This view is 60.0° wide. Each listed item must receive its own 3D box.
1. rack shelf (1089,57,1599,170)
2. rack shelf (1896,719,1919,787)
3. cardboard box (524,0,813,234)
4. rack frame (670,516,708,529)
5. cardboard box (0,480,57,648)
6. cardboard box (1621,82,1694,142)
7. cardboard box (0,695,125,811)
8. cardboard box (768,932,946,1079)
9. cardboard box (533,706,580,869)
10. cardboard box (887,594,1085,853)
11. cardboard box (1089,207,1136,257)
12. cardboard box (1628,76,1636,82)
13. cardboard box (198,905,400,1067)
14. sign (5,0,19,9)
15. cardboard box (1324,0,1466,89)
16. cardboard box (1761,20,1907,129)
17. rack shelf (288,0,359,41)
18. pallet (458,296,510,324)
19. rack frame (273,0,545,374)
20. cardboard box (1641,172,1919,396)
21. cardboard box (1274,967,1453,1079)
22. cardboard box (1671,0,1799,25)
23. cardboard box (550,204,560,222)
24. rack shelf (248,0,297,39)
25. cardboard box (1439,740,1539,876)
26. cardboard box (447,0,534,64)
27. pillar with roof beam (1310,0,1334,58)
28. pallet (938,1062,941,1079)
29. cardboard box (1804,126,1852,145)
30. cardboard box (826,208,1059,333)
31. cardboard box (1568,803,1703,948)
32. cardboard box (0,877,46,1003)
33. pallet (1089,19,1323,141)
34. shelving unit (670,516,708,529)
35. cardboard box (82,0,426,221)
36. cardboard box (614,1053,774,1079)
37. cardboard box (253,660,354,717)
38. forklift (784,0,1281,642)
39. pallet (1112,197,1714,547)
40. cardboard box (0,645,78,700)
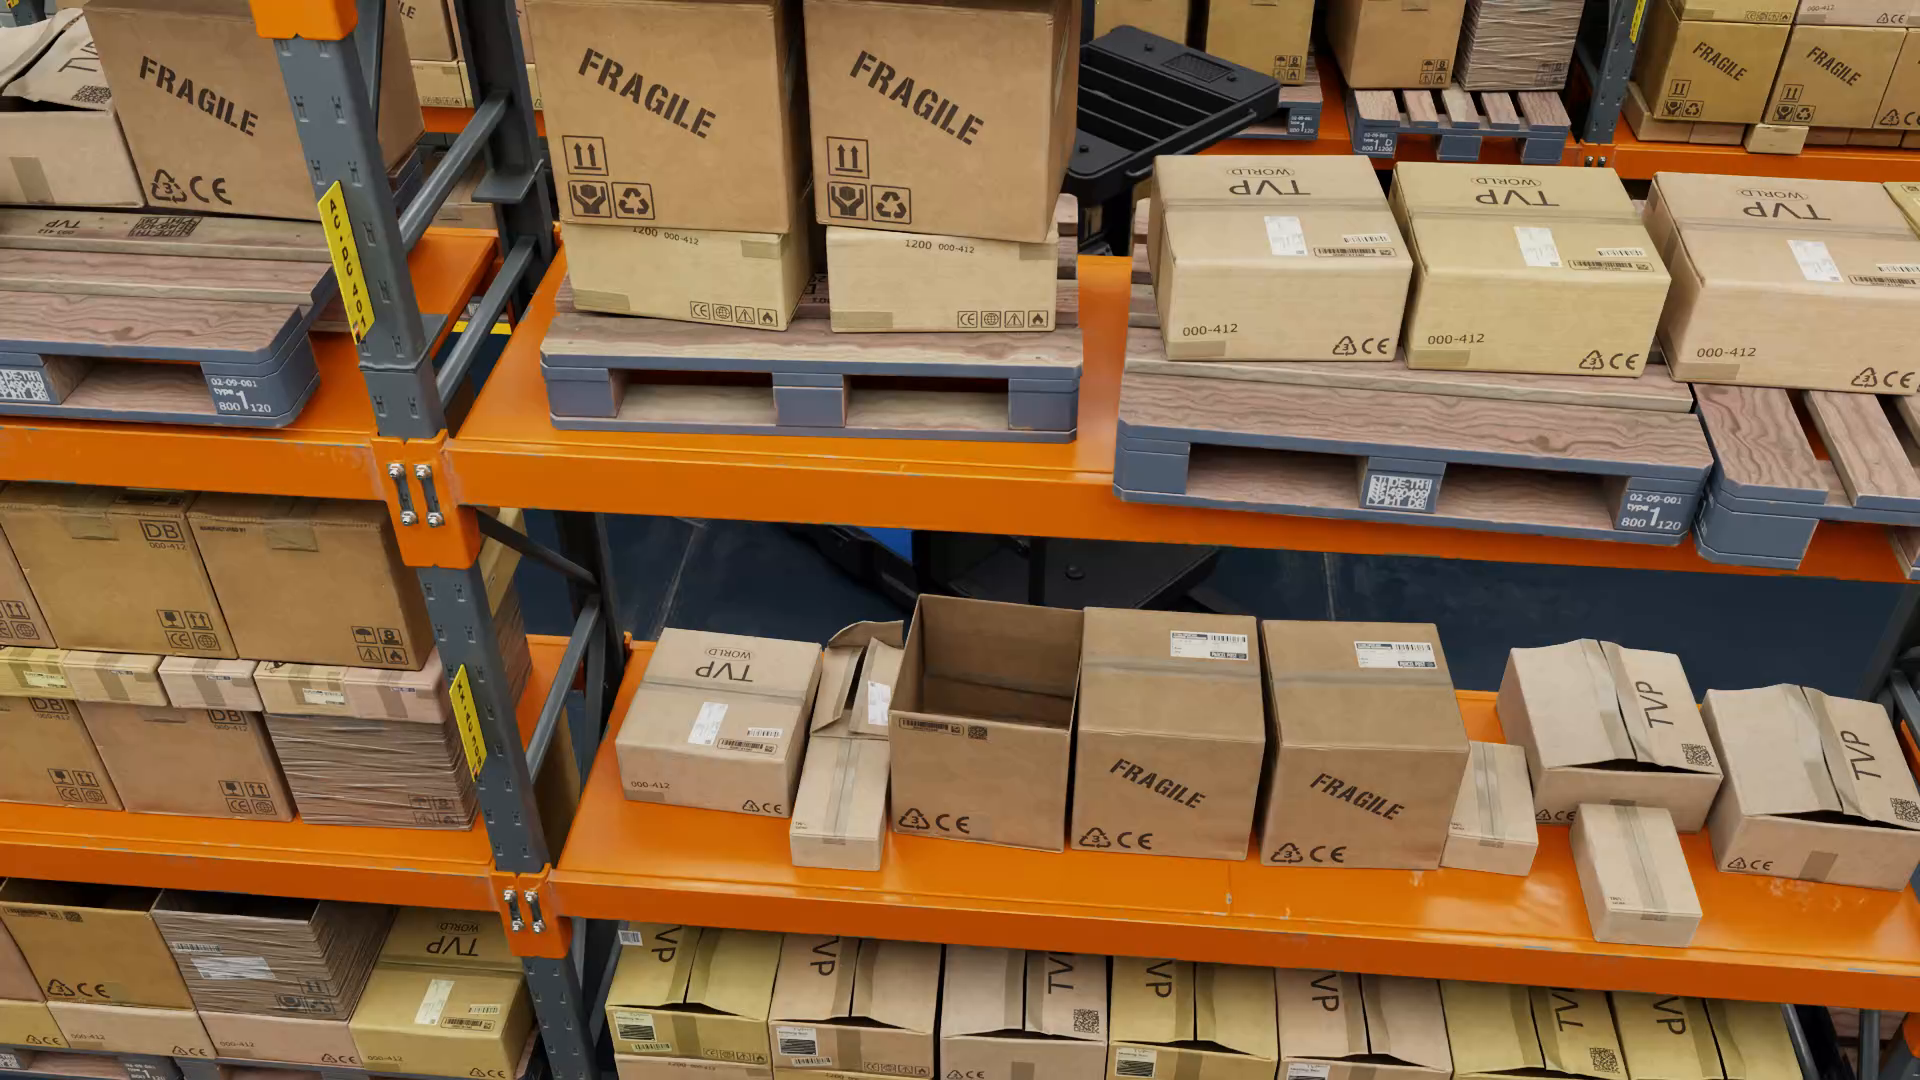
[{"bbox_3d":[1.215,-2.243,8.870,4.000,0.370,1.077,3,39,4],"label":"rack shelf"},{"bbox_3d":[4.777,1.090,4.775,4.000,0.370,1.077,3,39,4],"label":"rack shelf"},{"bbox_3d":[-0.590,-1.016,3.609,0.500,0.500,0.500,4,39,4],"label":"cardboard box"},{"bbox_3d":[-1.702,-0.312,8.295,1.200,0.006,0.240,20,43,23],"label":"rack frame"},{"bbox_3d":[-2.646,-0.132,4.600,0.500,0.500,0.700,3,39,4],"label":"cardboard box"},{"bbox_3d":[3.516,-2.160,8.381,0.250,0.149,0.380,3,39,3],"label":"cardboard box"},{"bbox_3d":[-2.669,0.371,5.009,0.500,0.500,0.700,4,39,5],"label":"cardboard box"},{"bbox_3d":[-0.313,1.380,5.250,0.500,0.311,0.500,3,39,3],"label":"cardboard box"},{"bbox_3d":[-1.636,0.875,5.721,0.500,0.500,0.500,3,39,4],"label":"cardboard box"},{"bbox_3d":[0.088,0.526,4.818,0.500,0.500,0.500,6,40,7],"label":"cardboard box"},{"bbox_3d":[0.981,-1.753,9.330,0.500,0.500,0.700,4,39,4],"label":"cardboard box"},{"bbox_3d":[3.554,-2.467,8.758,0.250,0.149,0.380,4,39,5],"label":"cardboard box"},{"bbox_3d":[-2.179,1.467,5.588,0.500,0.250,0.500,3,39,4],"label":"cardboard box"},{"bbox_3d":[-4.809,-2.844,8.352,0.005,0.325,0.100,3,39,4],"label":"sign"},{"bbox_3d":[2.180,-2.656,8.379,0.500,0.500,0.700,0,39,0],"label":"cardboard box"},{"bbox_3d":[4.191,-2.353,8.105,0.500,0.500,0.500,4,39,5],"label":"cardboard box"},{"bbox_3d":[0.792,-1.299,3.275,4.000,0.370,1.077,3,39,4],"label":"rack shelf"},{"bbox_3d":[-2.668,-1.629,9.755,1.213,0.211,1.003,3,39,4],"label":"pallet"},{"bbox_3d":[-1.201,-1.842,3.055,0.127,3.000,1.000,3,39,4],"label":"rack frame"},{"bbox_3d":[1.803,-0.572,3.657,0.500,0.250,0.500,4,39,5],"label":"cardboard box"},{"bbox_3d":[1.220,1.461,5.150,0.500,0.311,0.500,3,39,4],"label":"cardboard box"},{"bbox_3d":[3.667,-2.678,7.909,0.500,0.250,0.500,4,39,5],"label":"cardboard box"},{"bbox_3d":[-2.369,-1.796,9.661,0.250,0.149,0.380,0,39,0],"label":"cardboard box"},{"bbox_3d":[-3.194,-1.517,3.543,4.000,0.370,1.077,3,39,4],"label":"rack shelf"},{"bbox_3d":[1.509,0.766,4.803,0.250,0.149,0.380,6,40,7],"label":"cardboard box"},{"bbox_3d":[-2.274,-2.761,8.445,0.500,0.500,0.500,2,39,3],"label":"cardboard box"},{"bbox_3d":[1.616,-2.647,4.045,0.400,9.000,9.100,3,39,4],"label":"pillar with roof beam"},{"bbox_3d":[-0.464,1.581,5.810,1.213,0.211,1.003,3,39,4],"label":"pallet"},{"bbox_3d":[4.285,-2.137,8.353,0.250,0.149,0.380,3,39,3],"label":"cardboard box"},{"bbox_3d":[-0.041,-0.716,3.834,0.500,0.250,0.500,0,39,-1],"label":"cardboard box"},{"bbox_3d":[1.864,0.925,4.608,0.250,0.149,0.380,3,39,4],"label":"cardboard box"},{"bbox_3d":[-3.177,1.132,5.405,0.500,0.500,0.500,3,39,4],"label":"cardboard box"},{"bbox_3d":[1.232,-2.421,8.671,1.213,0.211,1.003,3,39,4],"label":"pallet"},{"bbox_3d":[-1.702,-0.383,8.237,1.200,0.189,0.258,20,43,23],"label":"shelving unit"},{"bbox_3d":[-1.680,-1.128,4.031,0.500,0.500,0.500,6,40,8],"label":"cardboard box"},{"bbox_3d":[-0.821,1.566,5.466,0.500,0.250,0.500,2,39,3],"label":"cardboard box"},{"bbox_3d":[-1.737,0.299,4.584,0.250,0.149,0.380,2,39,3],"label":"cardboard box"},{"bbox_3d":[0.471,-0.822,6.609,3.031,2.935,1.130,32,49,33],"label":"forklift"},{"bbox_3d":[0.986,-0.428,3.843,1.213,0.211,1.003,5,39,6],"label":"pallet"},{"bbox_3d":[-2.504,0.257,4.635,0.250,0.149,0.380,3,39,4],"label":"cardboard box"}]
